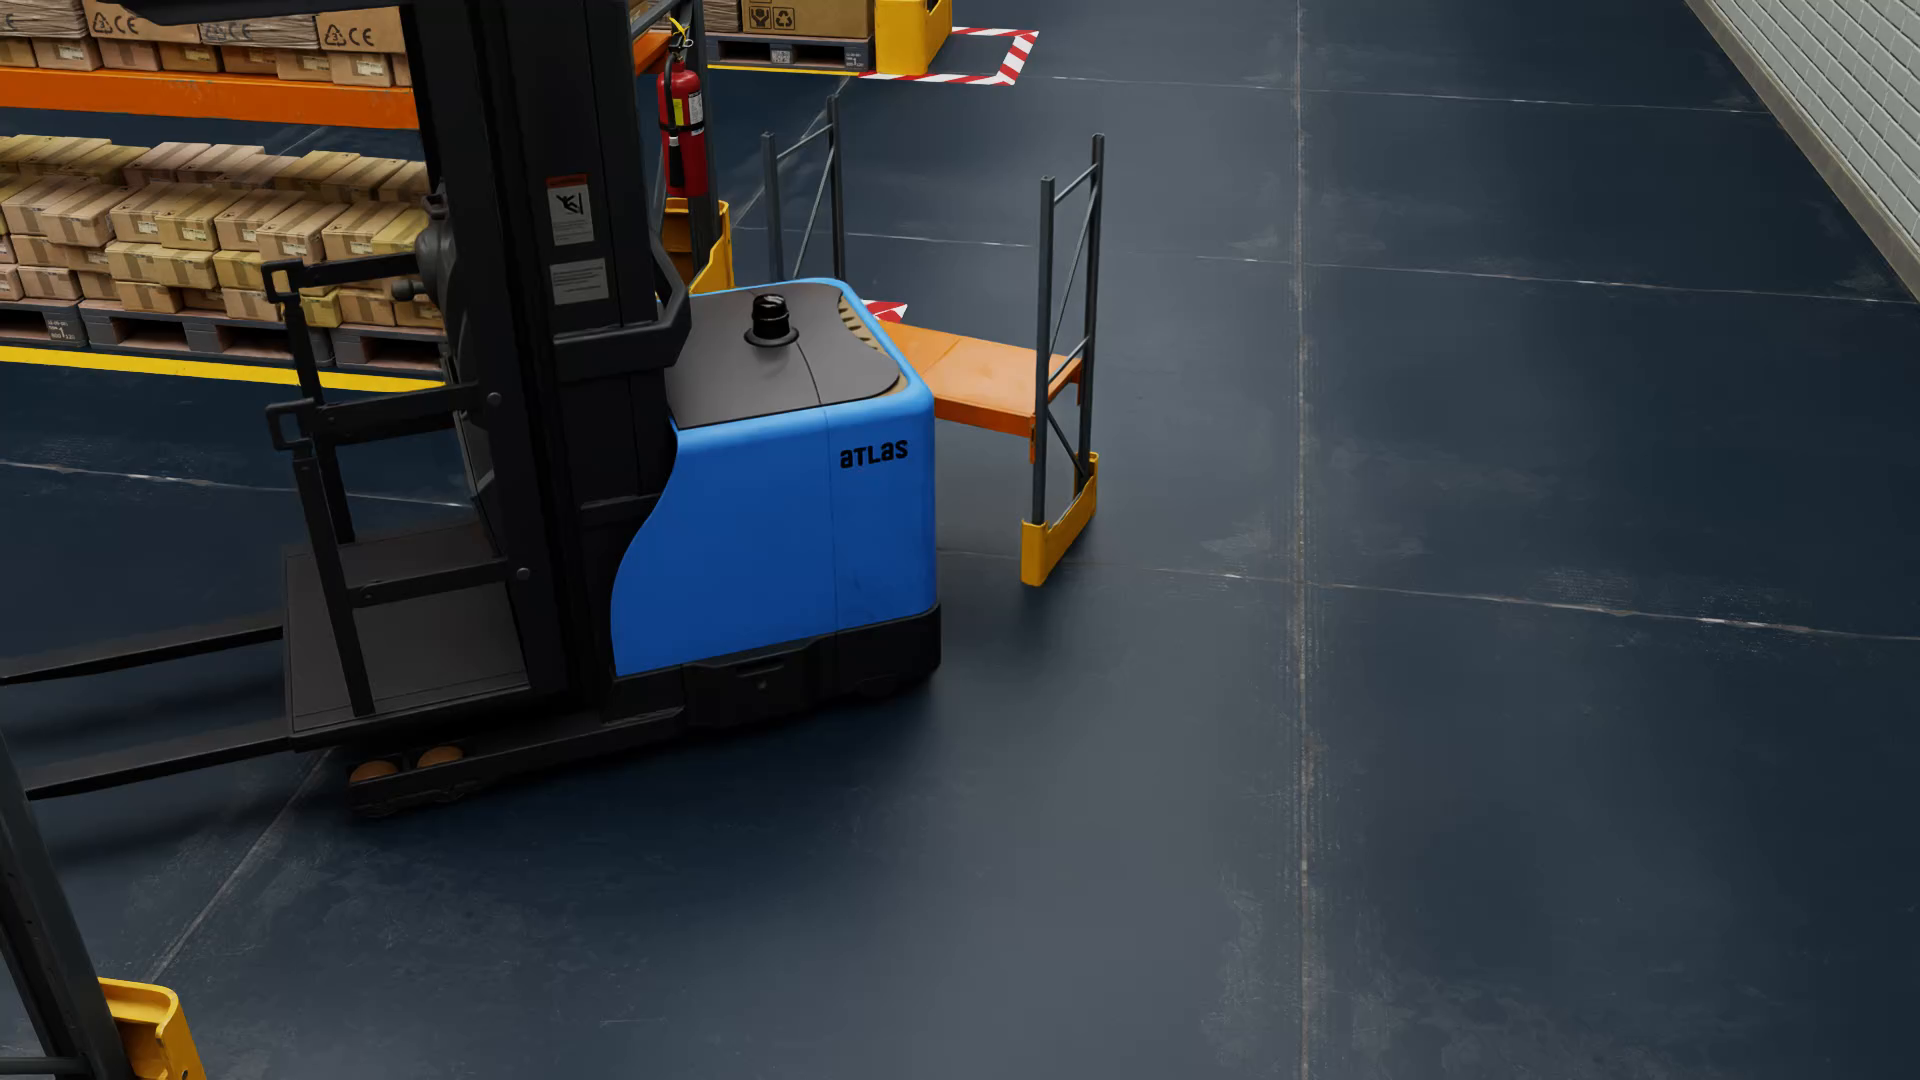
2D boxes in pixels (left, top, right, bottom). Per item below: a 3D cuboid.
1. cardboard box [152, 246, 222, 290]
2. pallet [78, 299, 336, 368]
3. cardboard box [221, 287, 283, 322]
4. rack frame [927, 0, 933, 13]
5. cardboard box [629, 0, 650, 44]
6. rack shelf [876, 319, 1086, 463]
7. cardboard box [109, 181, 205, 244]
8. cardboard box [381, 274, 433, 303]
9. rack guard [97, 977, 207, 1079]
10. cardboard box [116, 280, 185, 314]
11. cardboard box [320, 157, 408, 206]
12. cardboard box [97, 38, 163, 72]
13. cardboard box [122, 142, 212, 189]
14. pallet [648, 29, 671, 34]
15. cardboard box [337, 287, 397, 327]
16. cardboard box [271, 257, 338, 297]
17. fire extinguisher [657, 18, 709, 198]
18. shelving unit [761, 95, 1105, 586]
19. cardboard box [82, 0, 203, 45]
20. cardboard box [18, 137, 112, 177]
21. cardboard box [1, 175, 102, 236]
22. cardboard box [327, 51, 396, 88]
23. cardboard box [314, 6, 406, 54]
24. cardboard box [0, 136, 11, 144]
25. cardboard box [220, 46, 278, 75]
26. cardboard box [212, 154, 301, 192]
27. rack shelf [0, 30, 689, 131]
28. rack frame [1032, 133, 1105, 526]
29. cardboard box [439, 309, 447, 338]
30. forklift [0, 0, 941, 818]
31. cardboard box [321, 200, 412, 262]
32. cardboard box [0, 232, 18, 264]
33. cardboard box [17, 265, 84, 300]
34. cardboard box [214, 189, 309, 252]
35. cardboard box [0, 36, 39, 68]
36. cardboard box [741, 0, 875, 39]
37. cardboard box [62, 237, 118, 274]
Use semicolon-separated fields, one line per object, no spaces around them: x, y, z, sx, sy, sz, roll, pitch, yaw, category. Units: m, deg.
-3.392;-1.274;7.470;0.250;0.149;0.380;5;32;9;cardboard box
-3.342;-1.179;7.935;1.213;0.211;1.003;5;32;8;pallet
-3.117;-1.139;7.534;0.250;0.149;0.380;6;33;9;cardboard box
-0.339;-4.738;10.993;0.127;3.000;1.000;5;32;8;rack frame
-1.537;-2.247;7.250;0.250;0.149;0.380;5;32;8;cardboard box
-0.090;-0.578;6.099;1.000;0.185;0.538;14;35;21;rack shelf
-3.611;-1.483;7.522;0.250;0.149;0.380;4;32;6;cardboard box
-2.354;-1.192;7.338;0.250;0.149;0.380;4;32;6;cardboard box
-1.982;1.506;3.372;0.348;0.500;1.175;5;32;8;rack guard
-3.625;-1.185;7.607;0.250;0.149;0.380;4;32;7;cardboard box
-2.781;-1.659;7.804;0.250;0.149;0.380;6;33;10;cardboard box
-3.413;-2.116;7.039;0.250;0.149;0.380;6;33;10;cardboard box
-3.791;-1.776;7.991;0.250;0.149;0.380;4;32;6;cardboard box
-2.339;-3.697;11.957;1.213;0.211;1.003;5;32;8;pallet
-2.589;-1.115;7.495;0.250;0.149;0.380;5;32;9;cardboard box
-2.866;-1.232;7.401;0.250;0.149;0.380;6;32;9;cardboard box
-1.102;-1.698;6.561;0.183;0.674;0.296;5;32;8;fire extinguisher
-0.081;-0.729;6.000;1.083;1.500;0.587;14;35;21;shelving unit
-3.257;-2.366;6.828;0.500;0.500;0.500;7;33;11;cardboard box
-4.316;-1.816;8.054;0.250;0.149;0.380;5;32;8;cardboard box
-4.131;-1.529;7.596;0.250;0.149;0.380;4;32;7;cardboard box
-2.386;-1.995;6.847;0.250;0.149;0.380;6;33;10;cardboard box
-2.266;-2.276;6.684;0.500;0.500;0.500;5;32;7;cardboard box
-4.821;-1.836;8.087;0.250;0.149;0.380;6;33;10;cardboard box
-2.897;-2.089;6.997;0.250;0.149;0.380;4;32;6;cardboard box
-3.297;-1.679;7.836;0.250;0.149;0.380;5;32;8;cardboard box
-3.244;-2.027;7.339;4.000;0.370;1.077;5;32;8;rack shelf
0.372;-0.618;5.824;0.032;1.500;0.500;14;35;21;rack frame
-2.097;-1.031;7.361;0.250;0.149;0.380;6;33;10;cardboard box
-1.635;-0.737;4.664;3.031;2.935;1.130;-11;34;-17;forklift
-2.597;-1.355;7.318;0.250;0.149;0.380;4;32;6;cardboard box
-4.402;-1.428;7.714;0.250;0.149;0.380;5;32;8;cardboard box
-4.136;-1.264;7.733;0.250;0.149;0.380;5;32;7;cardboard box
-3.112;-1.431;7.440;0.250;0.149;0.380;4;32;7;cardboard box
-3.948;-2.143;7.083;0.250;0.149;0.380;6;33;9;cardboard box
-0.983;-4.031;11.469;0.875;0.875;0.875;5;32;8;cardboard box
-3.869;-1.365;7.615;0.250;0.149;0.380;7;33;10;cardboard box
